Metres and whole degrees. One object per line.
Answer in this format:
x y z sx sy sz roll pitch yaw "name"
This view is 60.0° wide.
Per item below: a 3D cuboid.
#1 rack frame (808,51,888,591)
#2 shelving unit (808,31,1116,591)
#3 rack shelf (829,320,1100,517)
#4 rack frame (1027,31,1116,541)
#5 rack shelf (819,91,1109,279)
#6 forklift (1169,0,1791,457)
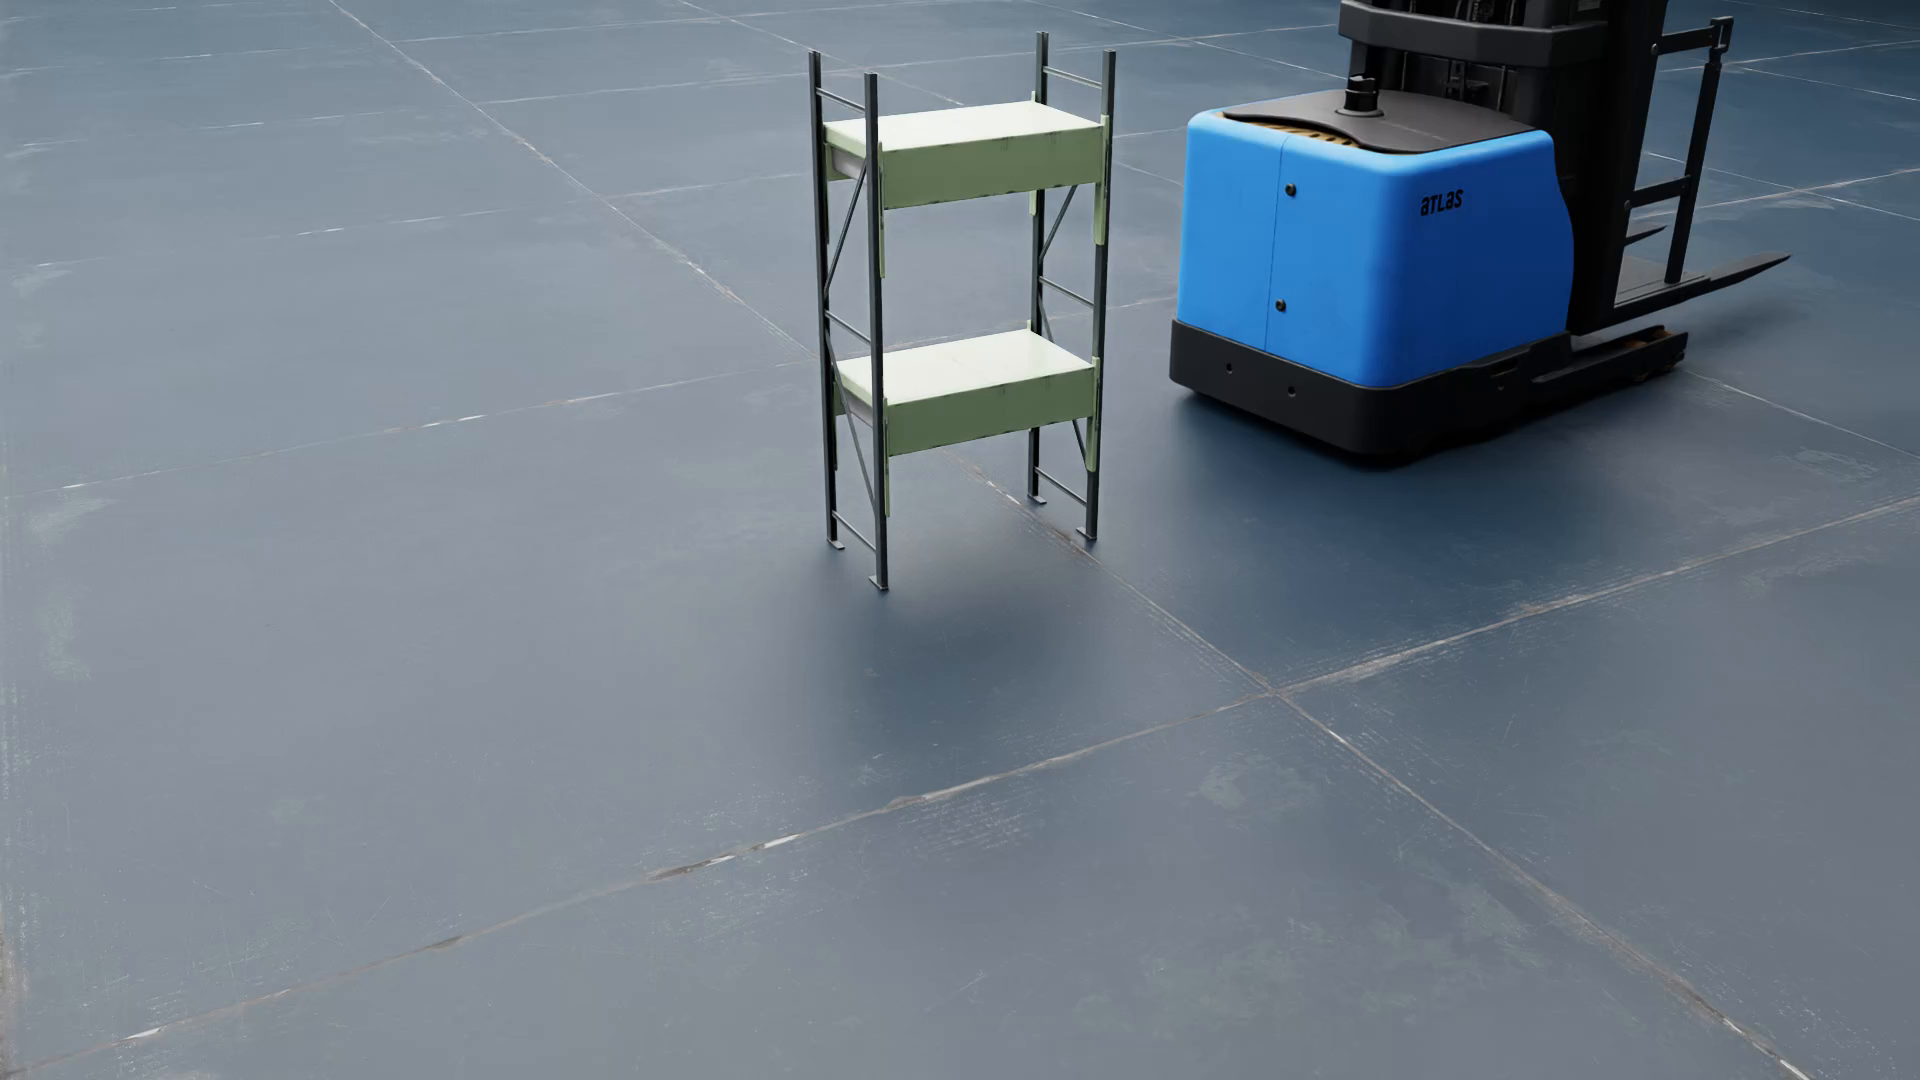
-0.317 -0.603 4.773 0.023 1.500 0.400 -13 29 -25 "rack frame"
0.006 -0.677 4.928 0.755 1.500 0.431 -13 29 -25 "shelving unit"
0.006 -0.384 5.069 0.720 0.370 0.431 -13 29 -25 "rack shelf"
0.329 -0.752 5.083 0.023 1.500 0.400 -13 29 -25 "rack frame"
0.006 -1.029 4.759 0.720 0.370 0.431 -13 29 -25 "rack shelf"
2.281 -2.106 6.250 3.031 2.935 1.130 -18 31 -33 "forklift"
